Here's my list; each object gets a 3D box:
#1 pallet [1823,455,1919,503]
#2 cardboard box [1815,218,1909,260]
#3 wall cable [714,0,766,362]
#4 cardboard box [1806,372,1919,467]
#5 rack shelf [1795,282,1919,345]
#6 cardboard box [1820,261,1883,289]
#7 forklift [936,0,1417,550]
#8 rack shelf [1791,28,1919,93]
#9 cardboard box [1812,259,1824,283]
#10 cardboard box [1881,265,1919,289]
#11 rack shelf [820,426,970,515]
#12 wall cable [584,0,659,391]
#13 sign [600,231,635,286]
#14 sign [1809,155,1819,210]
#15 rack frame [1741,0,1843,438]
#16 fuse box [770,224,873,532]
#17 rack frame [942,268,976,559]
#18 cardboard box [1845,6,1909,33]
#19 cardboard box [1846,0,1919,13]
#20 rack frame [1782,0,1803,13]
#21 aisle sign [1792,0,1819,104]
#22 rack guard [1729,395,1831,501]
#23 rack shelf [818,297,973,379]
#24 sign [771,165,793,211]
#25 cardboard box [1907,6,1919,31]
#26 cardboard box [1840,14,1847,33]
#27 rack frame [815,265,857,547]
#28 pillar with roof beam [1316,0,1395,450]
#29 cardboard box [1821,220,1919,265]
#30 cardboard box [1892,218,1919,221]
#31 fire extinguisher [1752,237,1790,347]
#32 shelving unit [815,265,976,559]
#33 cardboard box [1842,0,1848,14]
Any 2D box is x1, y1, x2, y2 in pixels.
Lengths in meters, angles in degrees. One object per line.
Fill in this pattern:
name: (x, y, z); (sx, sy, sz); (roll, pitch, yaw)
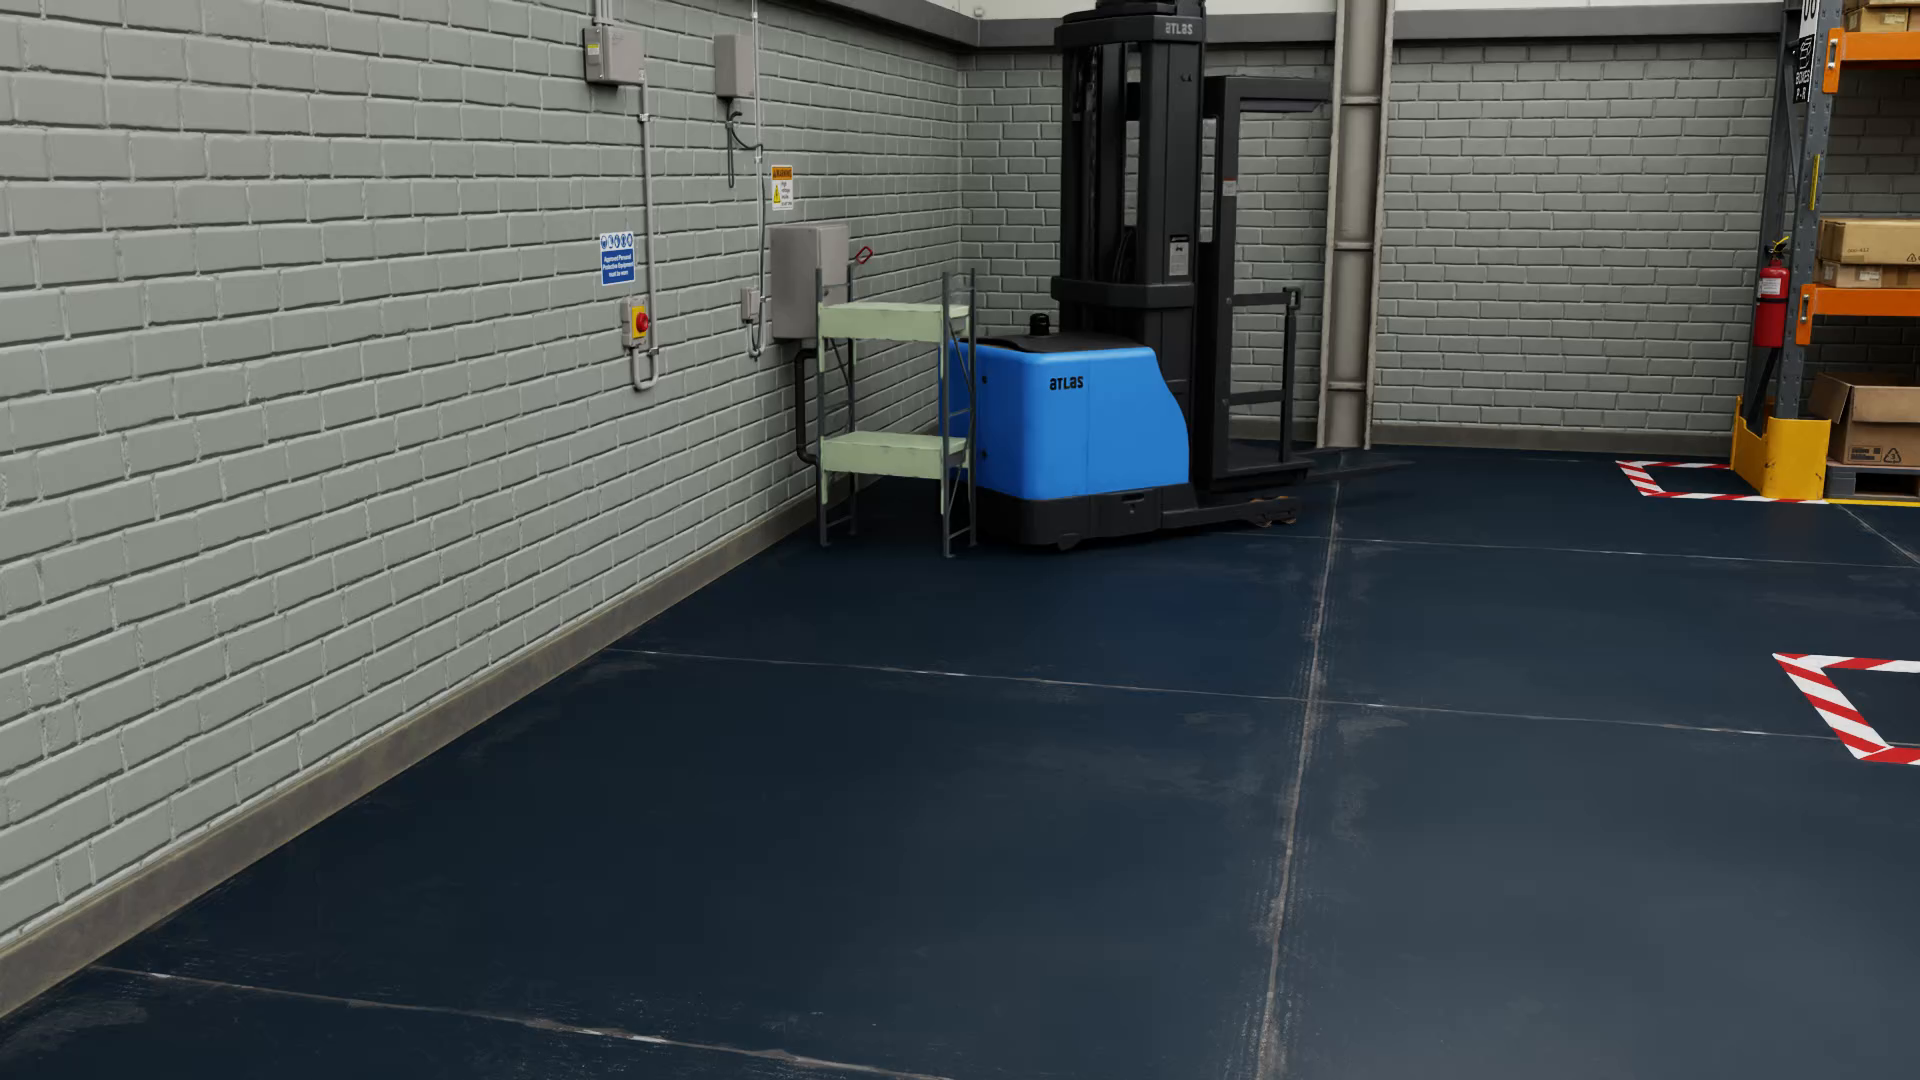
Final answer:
pallet: (6.115, -0.435, 10.709); (1.213, 0.211, 1.003); (3, 13, 14)
cardboard box: (5.778, -1.946, 10.739); (0.500, 0.250, 0.500); (3, 13, 15)
wall cable: (-1.070, -1.881, 8.439); (0.122, 1.984, 0.588); (3, 13, 14)
cardboard box: (5.838, -0.777, 10.603); (0.637, 0.503, 0.797); (3, 13, 11)
rack shelf: (7.209, -1.387, 10.221); (4.000, 0.370, 1.077); (3, 13, 14)
cardboard box: (5.521, -1.645, 10.301); (0.250, 0.149, 0.380); (3, 13, 13)
forklift: (1.392, -1.591, 9.638); (3.031, 2.935, 1.130); (-7, 15, -30)
rack shelf: (7.209, -2.851, 9.896); (4.000, 0.370, 1.077); (3, 13, 14)
cardboard box: (5.653, -1.759, 10.815); (0.250, 0.149, 0.380); (3, 13, 13)
cardboard box: (5.779, -1.641, 10.285); (0.250, 0.149, 0.380); (3, 13, 15)
rack shelf: (-0.337, -0.385, 9.012); (0.720, 0.370, 0.431); (5, 14, 23)
wall cable: (-1.398, -1.597, 7.088); (0.123, 1.953, 0.585); (3, 13, 14)
sign: (-1.469, -1.211, 7.141); (0.001, 0.218, 0.327); (3, 13, 14)
sign: (5.138, -2.150, 10.003); (0.005, 0.325, 0.100); (3, 13, 14)
rack frame: (5.267, -1.842, 10.611); (0.127, 3.000, 1.000); (3, 13, 14)
fuse box: (-0.753, -0.891, 9.298); (0.414, 1.711, 0.539); (3, 13, 14)
rack frame: (-0.001, -0.672, 8.800); (0.023, 1.500, 0.400); (5, 14, 23)
cardboard box: (5.521, -3.118, 10.018); (0.250, 0.149, 0.380); (3, 13, 15)
cardboard box: (5.633, -3.298, 9.907); (0.500, 0.250, 0.500); (3, 13, 13)
rack frame: (5.267, -4.771, 9.961); (0.127, 3.000, 1.000); (3, 13, 14)
aisle sign: (5.131, -3.053, 10.067); (0.004, 0.787, 0.394); (3, 13, 14)
rack guard: (5.341, -0.618, 10.864); (0.348, 0.500, 1.175); (3, 13, 14)
rack shelf: (-0.337, -1.084, 8.857); (0.720, 0.370, 0.431); (5, 14, 23)
sign: (-0.968, -1.922, 9.065); (0.001, 0.242, 0.339); (3, 13, 14)
cardboard box: (5.782, -3.110, 9.982); (0.250, 0.149, 0.380); (3, 13, 15)
cardboard box: (5.633, -3.216, 10.457); (0.250, 0.149, 0.380); (3, 13, 15)
rack frame: (-0.674, -0.735, 9.083); (0.023, 1.500, 0.400); (5, 14, 23)
pillar with roof beam: (1.834, -4.195, 7.366); (0.400, 9.000, 9.100); (3, 13, 14)
cardboard box: (5.643, -1.834, 10.233); (0.500, 0.250, 0.500); (3, 13, 14)
cardboard box: (6.278, -1.919, 10.617); (0.500, 0.250, 0.500); (3, 13, 14)
fire extinguisher: (5.014, -1.533, 10.256); (0.183, 0.674, 0.296); (3, 13, 14)
shelving unit: (-0.337, -0.703, 8.942); (0.755, 1.500, 0.431); (5, 14, 23)
cardboard box: (5.764, -3.413, 10.424); (0.500, 0.250, 0.500); (3, 13, 13)
